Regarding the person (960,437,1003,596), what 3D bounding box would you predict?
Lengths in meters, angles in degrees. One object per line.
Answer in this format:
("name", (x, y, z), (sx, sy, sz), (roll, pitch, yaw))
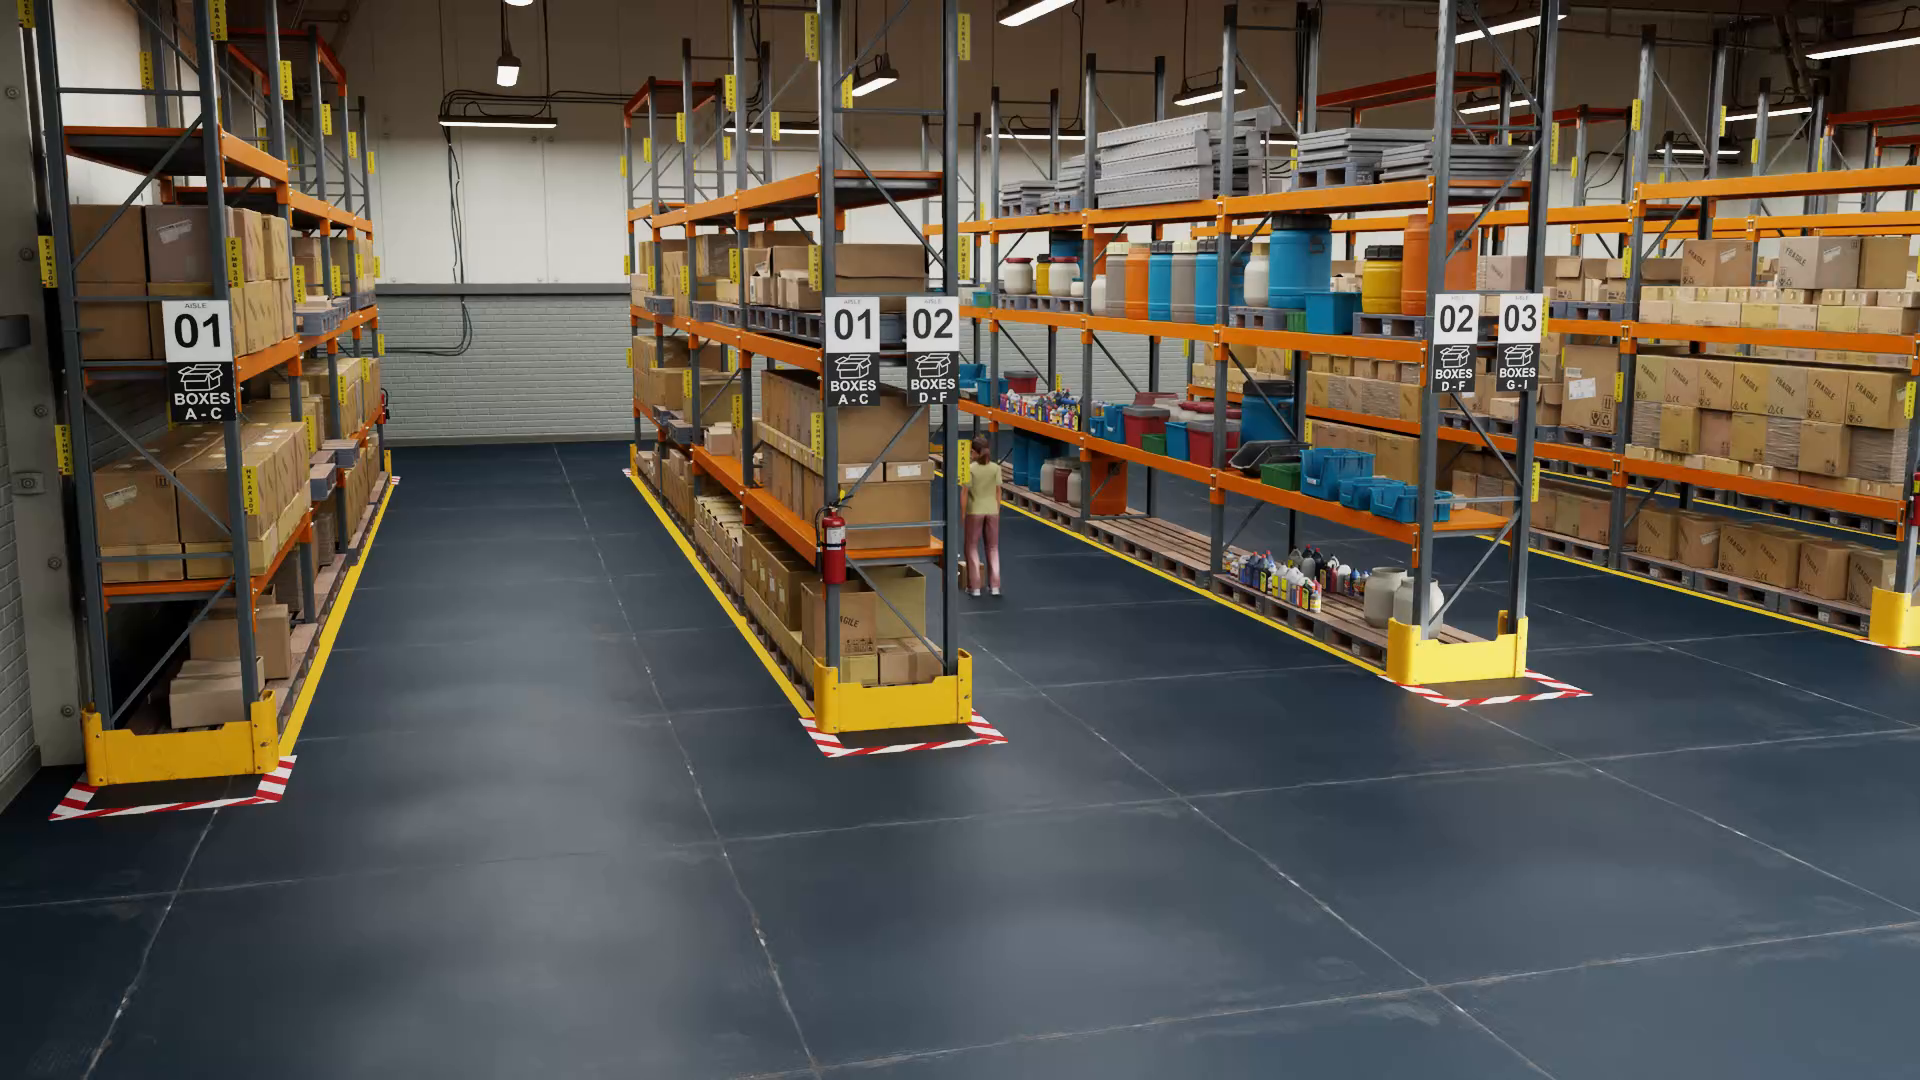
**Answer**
("person", (0.217, -0.244, 17.424), (0.450, 1.672, 0.359), (-2, 10, -15))
